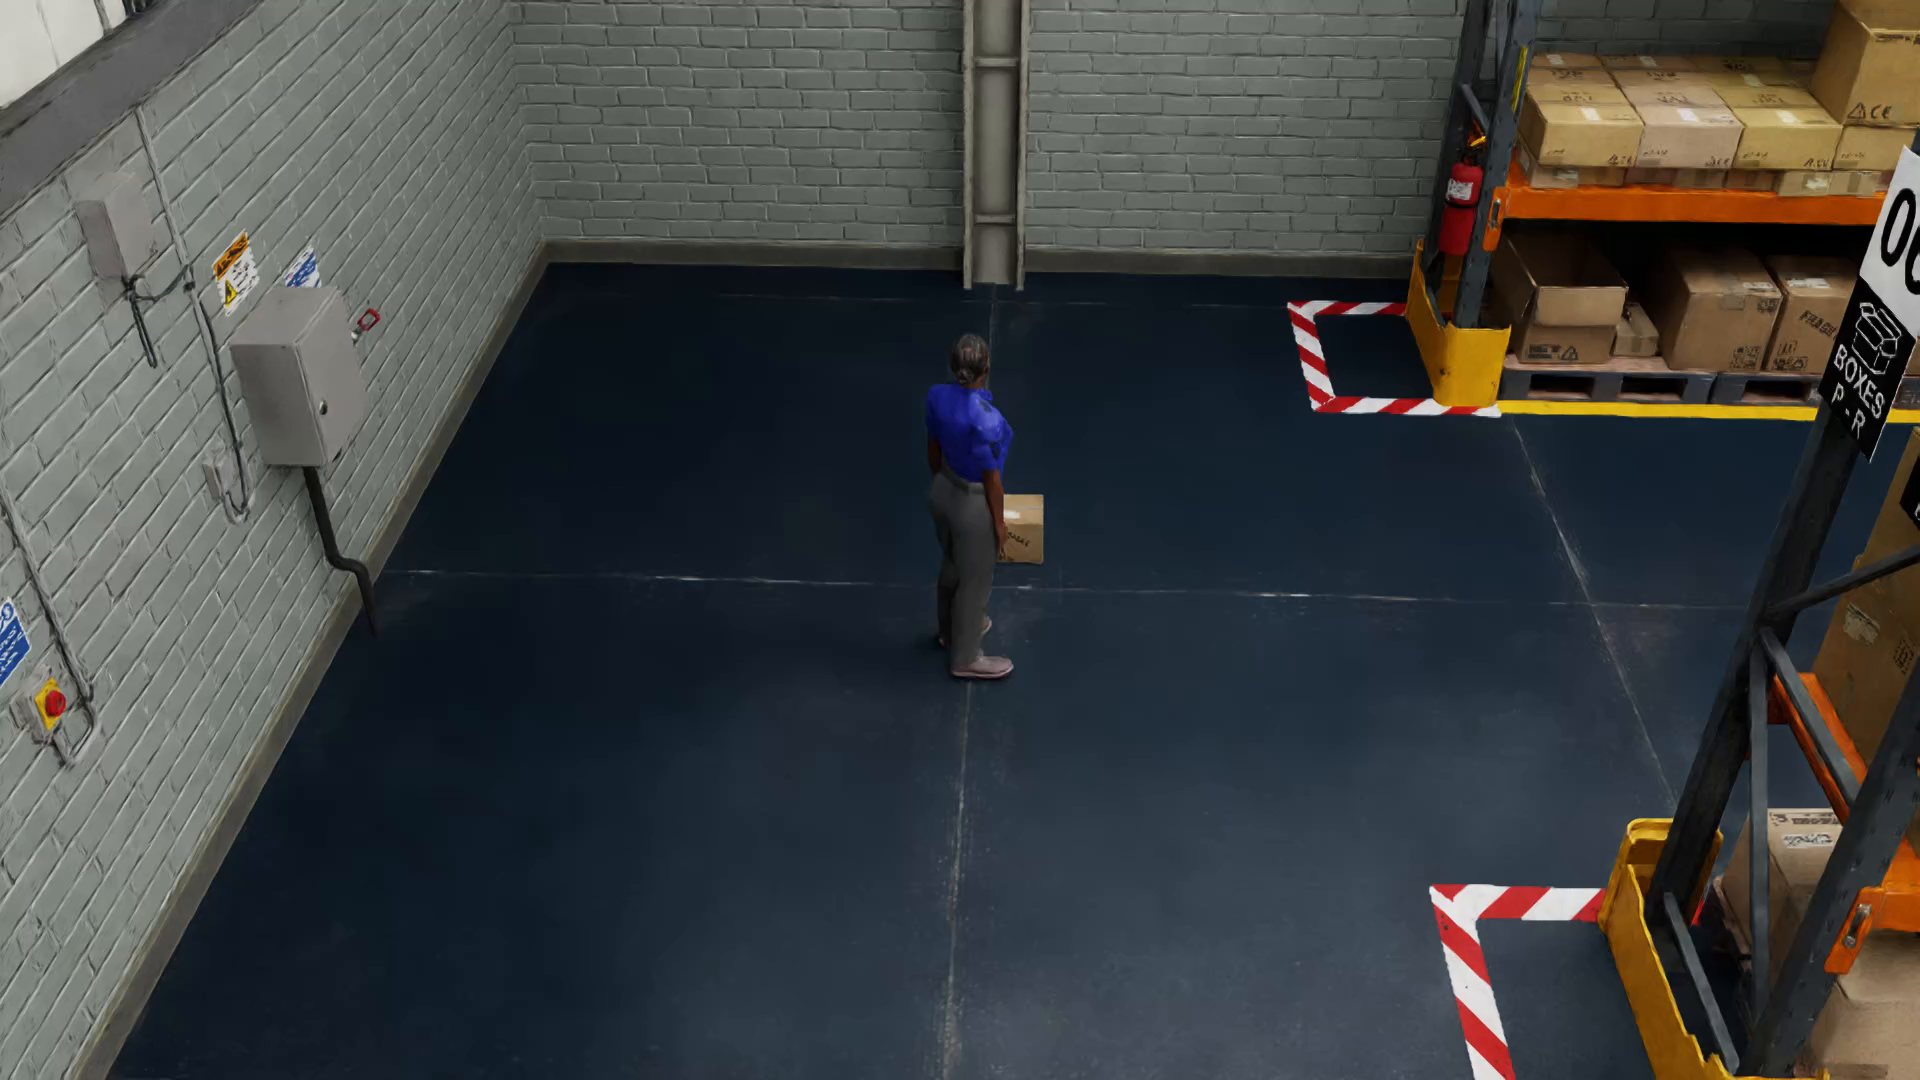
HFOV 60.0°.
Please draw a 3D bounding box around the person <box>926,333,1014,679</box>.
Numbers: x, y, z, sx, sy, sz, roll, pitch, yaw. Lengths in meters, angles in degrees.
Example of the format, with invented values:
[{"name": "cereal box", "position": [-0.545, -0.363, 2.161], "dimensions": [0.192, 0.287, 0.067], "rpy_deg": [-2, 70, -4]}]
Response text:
[{"name": "person", "position": [0.058, -0.150, 7.306], "dimensions": [0.380, 1.664, 0.500], "rpy_deg": [-22, 41, -28]}]
